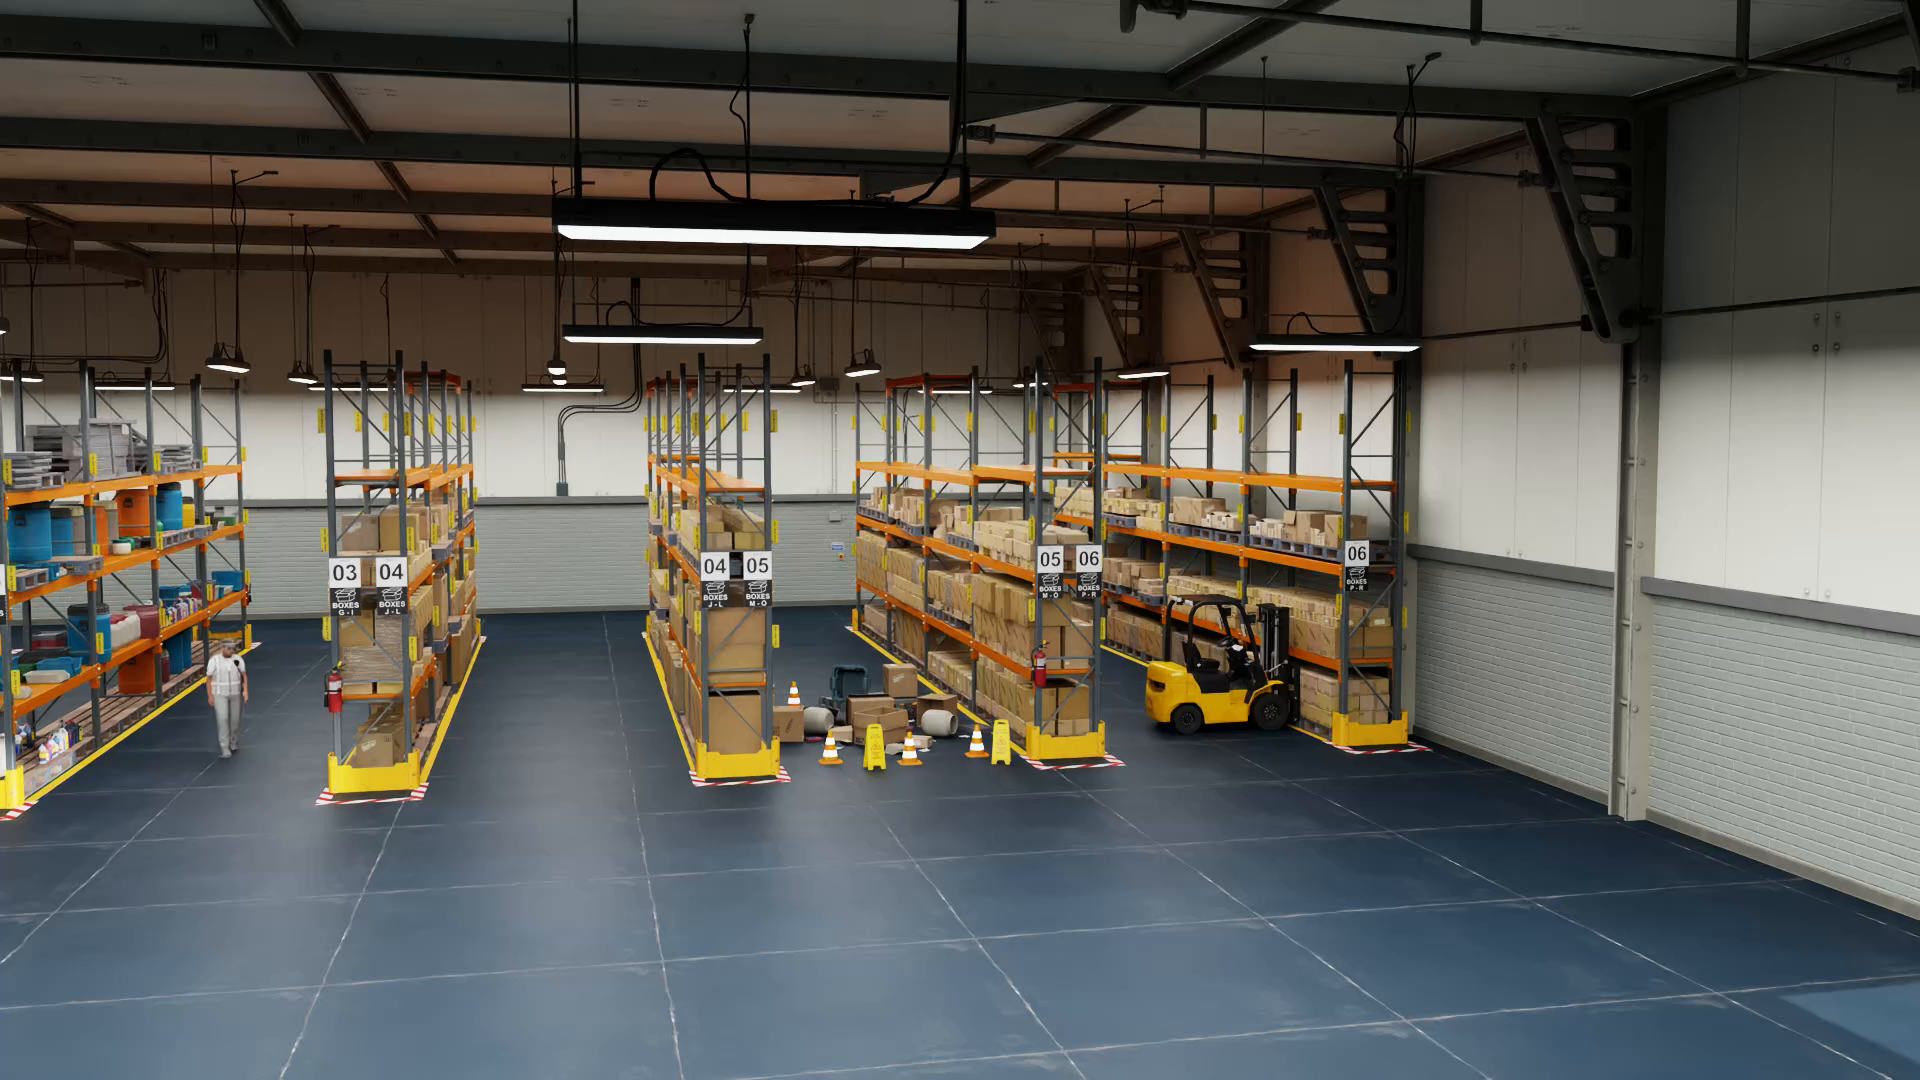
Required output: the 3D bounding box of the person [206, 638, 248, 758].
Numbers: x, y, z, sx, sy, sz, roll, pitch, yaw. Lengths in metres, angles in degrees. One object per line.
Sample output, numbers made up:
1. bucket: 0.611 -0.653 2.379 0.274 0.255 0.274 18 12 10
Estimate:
1. person: -11.124 2.390 25.348 0.561 1.758 0.790 -3 5 -40
